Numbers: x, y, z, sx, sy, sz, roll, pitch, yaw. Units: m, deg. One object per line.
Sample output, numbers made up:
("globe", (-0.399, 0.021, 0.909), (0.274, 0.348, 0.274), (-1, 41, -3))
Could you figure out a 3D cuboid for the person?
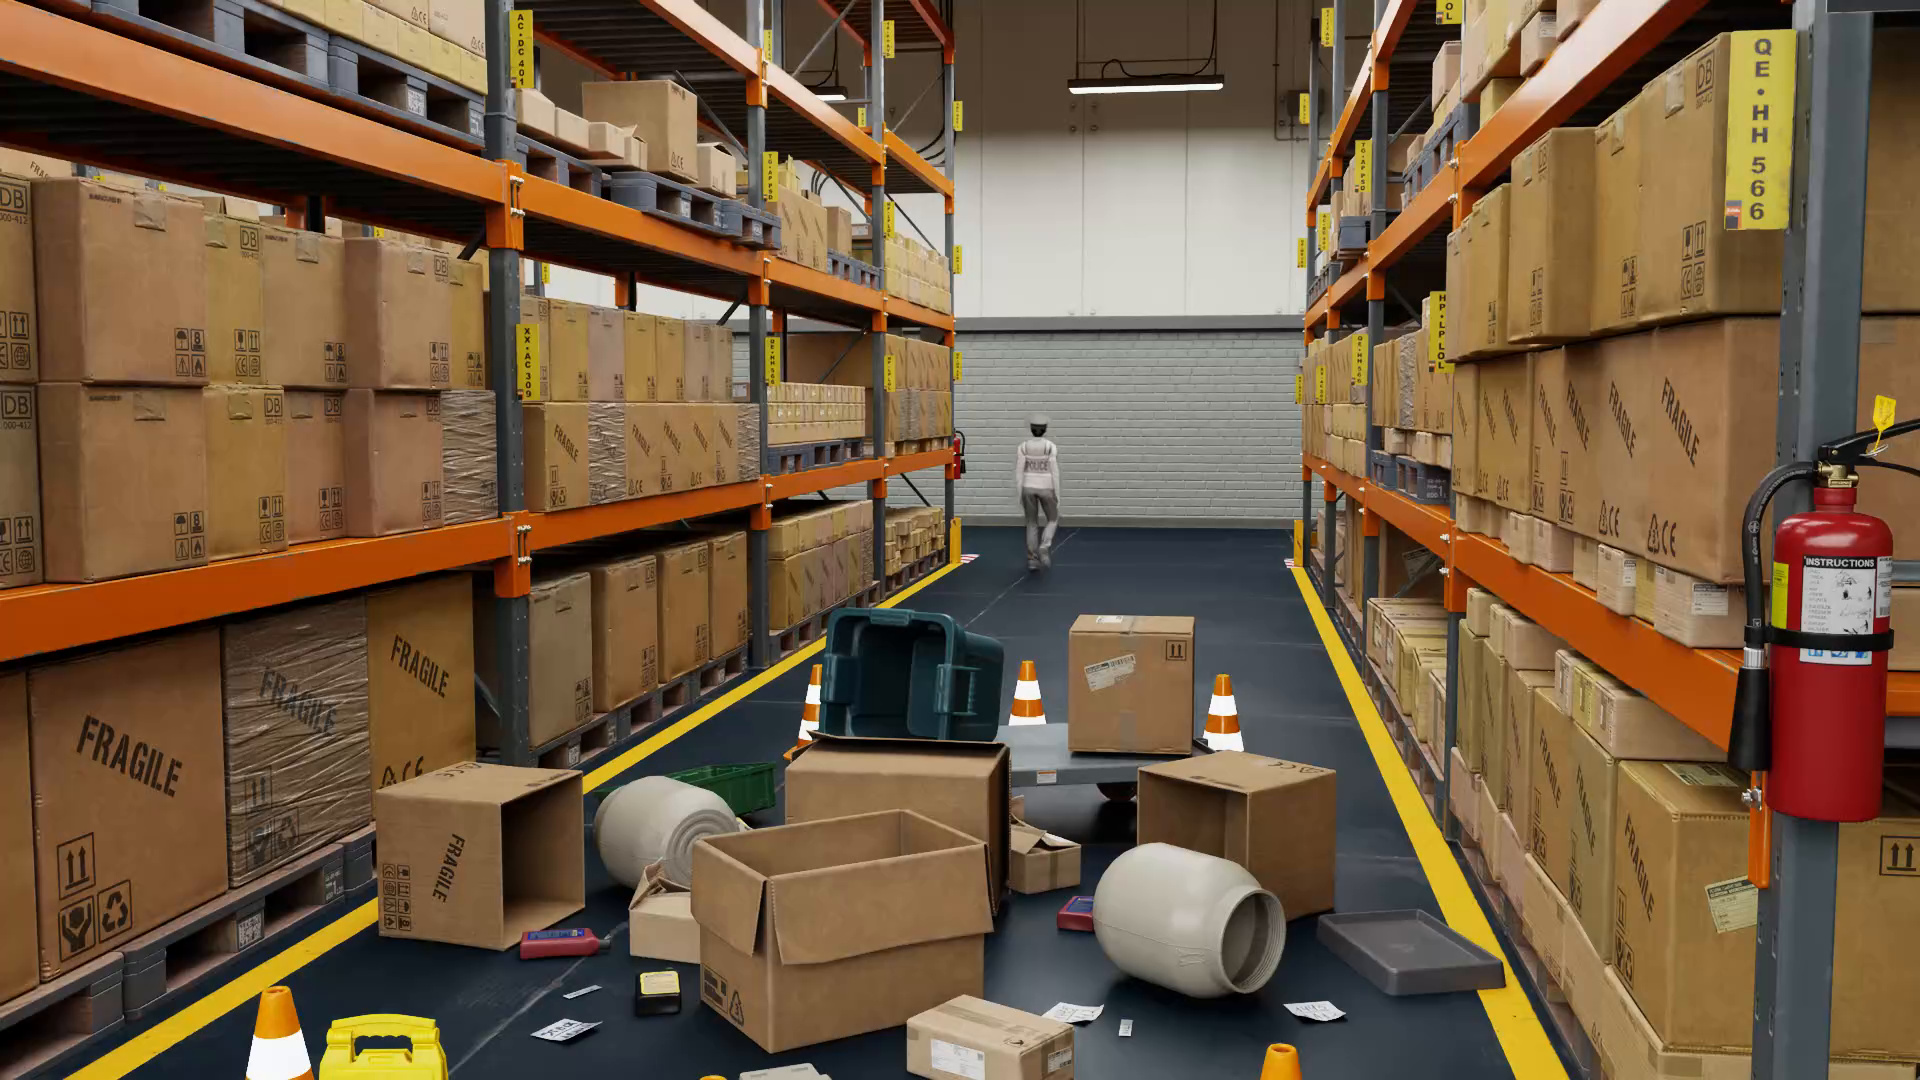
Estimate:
("person", (1.831, -1.325, 13.511), (5.195, 2.345, 22.097), (1, 5, 12))
